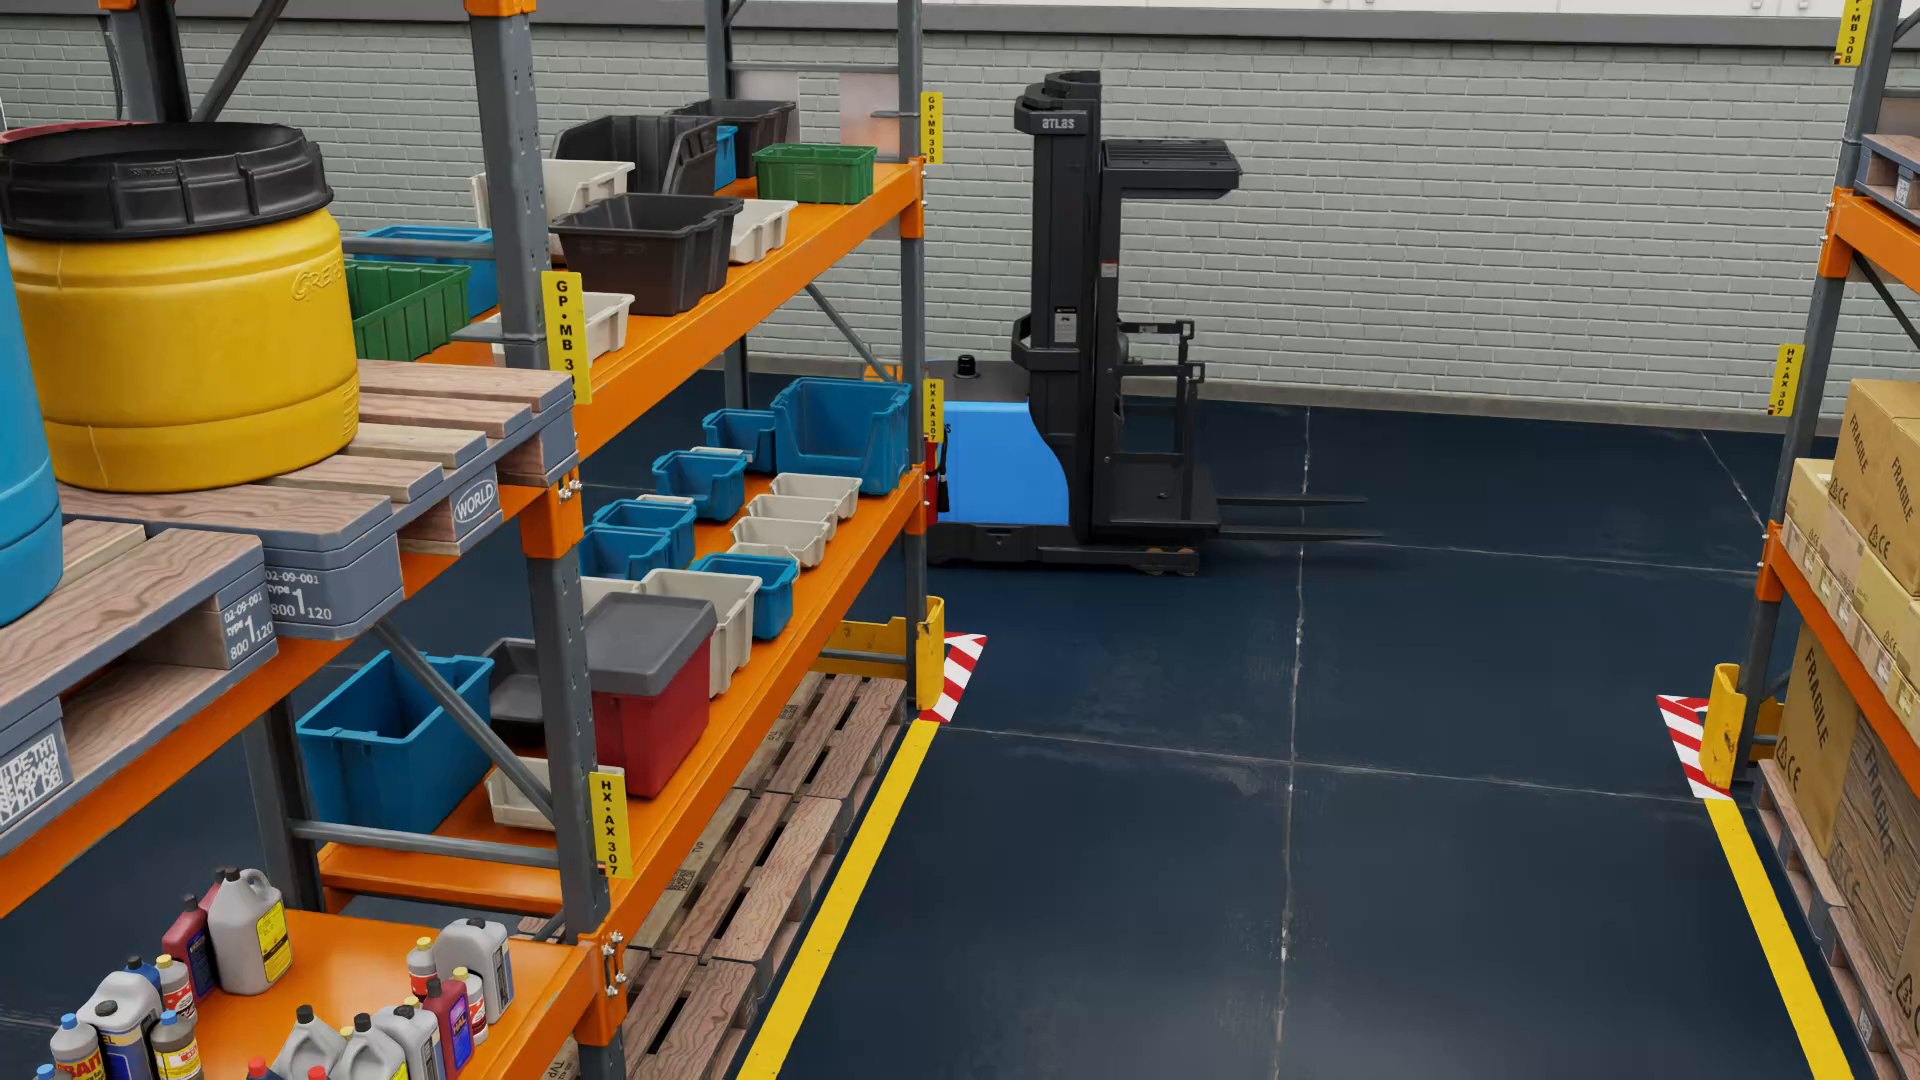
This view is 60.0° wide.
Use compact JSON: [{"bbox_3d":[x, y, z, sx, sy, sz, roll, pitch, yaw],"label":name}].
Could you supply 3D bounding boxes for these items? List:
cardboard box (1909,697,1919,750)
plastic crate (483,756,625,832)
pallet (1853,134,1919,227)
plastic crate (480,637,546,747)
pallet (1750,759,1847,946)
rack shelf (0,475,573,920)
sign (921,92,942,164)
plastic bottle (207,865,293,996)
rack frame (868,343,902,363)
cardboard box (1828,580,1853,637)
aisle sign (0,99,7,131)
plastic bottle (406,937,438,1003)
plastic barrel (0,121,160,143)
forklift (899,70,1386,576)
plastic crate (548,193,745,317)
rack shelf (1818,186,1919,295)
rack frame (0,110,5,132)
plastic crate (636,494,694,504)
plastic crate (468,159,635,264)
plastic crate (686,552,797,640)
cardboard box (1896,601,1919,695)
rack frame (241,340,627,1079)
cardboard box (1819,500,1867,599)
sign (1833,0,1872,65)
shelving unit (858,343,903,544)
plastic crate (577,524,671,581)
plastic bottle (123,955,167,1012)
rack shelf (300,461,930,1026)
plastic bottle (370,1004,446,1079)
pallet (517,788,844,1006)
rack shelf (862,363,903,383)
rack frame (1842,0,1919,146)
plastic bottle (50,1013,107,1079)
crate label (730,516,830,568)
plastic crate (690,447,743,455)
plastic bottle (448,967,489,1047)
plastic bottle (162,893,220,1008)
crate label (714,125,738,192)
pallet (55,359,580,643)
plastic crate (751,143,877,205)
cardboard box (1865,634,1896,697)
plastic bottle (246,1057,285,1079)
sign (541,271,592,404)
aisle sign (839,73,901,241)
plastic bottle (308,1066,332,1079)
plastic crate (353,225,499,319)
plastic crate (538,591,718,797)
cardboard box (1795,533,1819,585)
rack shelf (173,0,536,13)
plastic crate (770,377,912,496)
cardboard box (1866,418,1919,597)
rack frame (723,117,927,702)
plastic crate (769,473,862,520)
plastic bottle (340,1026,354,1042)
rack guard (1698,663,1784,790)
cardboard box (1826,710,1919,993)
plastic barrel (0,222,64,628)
[{"bbox_3d":[3.416,0.660,5.535,0.380,0.149,0.250,5,22,12],"label":"cardboard box"},{"bbox_3d":[-1.254,0.801,5.122,0.396,0.136,0.243,4,22,11],"label":"plastic crate"},{"bbox_3d":[4.035,-1.298,6.164,1.003,0.211,1.213,4,22,11],"label":"pallet"},{"bbox_3d":[-1.524,0.536,5.796,0.437,0.125,0.590,4,22,11],"label":"plastic crate"},{"bbox_3d":[4.089,1.372,7.164,1.003,0.211,1.213,4,22,11],"label":"pallet"},{"bbox_3d":[-1.897,0.540,2.446,1.077,0.370,4.000,4,22,11],"label":"rack shelf"},{"bbox_3d":[-0.131,-1.904,7.691,0.100,0.325,0.005,4,22,11],"label":"sign"},{"bbox_3d":[-1.886,1.007,4.403,0.144,0.351,0.185,4,22,11],"label":"plastic bottle"},{"bbox_3d":[-0.480,-0.721,11.037,0.240,1.200,0.015,1,22,4],"label":"rack frame"},{"bbox_3d":[3.625,0.285,6.468,0.380,0.149,0.250,4,22,10],"label":"cardboard box"},{"bbox_3d":[-5.207,-2.184,8.780,0.394,0.787,0.004,4,22,11],"label":"aisle sign"},{"bbox_3d":[-1.379,1.124,4.313,0.097,0.201,0.097,0,22,0],"label":"plastic bottle"},{"bbox_3d":[-1.842,-0.610,3.594,0.433,0.535,0.433,0,22,0],"label":"plastic barrel"},{"bbox_3d":[1.155,-1.343,10.264,3.031,2.935,1.130,1,22,4],"label":"forklift"},{"bbox_3d":[-0.967,-0.898,5.229,0.497,0.269,0.590,4,22,11],"label":"plastic crate"},{"bbox_3d":[3.768,-0.546,5.141,1.077,0.370,4.000,4,22,11],"label":"rack shelf"},{"bbox_3d":[-5.521,-0.976,9.262,1.000,3.000,0.127,4,22,11],"label":"rack frame"},{"bbox_3d":[-1.330,-0.078,7.306,0.250,0.136,0.298,4,22,11],"label":"plastic crate"},{"bbox_3d":[-1.427,-1.146,5.829,0.437,0.282,0.530,4,22,11],"label":"plastic crate"},{"bbox_3d":[-0.841,0.223,6.428,0.416,0.233,0.300,4,22,11],"label":"plastic crate"},{"bbox_3d":[3.507,0.432,5.567,0.500,0.250,0.500,4,22,10],"label":"cardboard box"},{"bbox_3d":[-1.489,0.866,4.689,1.000,3.000,0.127,4,22,11],"label":"rack frame"},{"bbox_3d":[3.714,0.058,6.498,0.500,0.250,0.500,4,22,10],"label":"cardboard box"},{"bbox_3d":[3.634,-2.098,6.755,0.100,0.325,0.005,4,22,11],"label":"sign"},{"bbox_3d":[-0.496,-0.630,10.811,0.258,1.200,0.503,1,22,4],"label":"shelving unit"},{"bbox_3d":[-1.375,0.109,6.711,0.416,0.233,0.300,4,22,11],"label":"plastic crate"},{"bbox_3d":[-2.034,1.155,4.143,0.097,0.271,0.097,0,22,0],"label":"plastic bottle"},{"bbox_3d":[-1.081,0.468,6.639,1.077,0.370,4.000,4,22,11],"label":"rack shelf"},{"bbox_3d":[-1.328,1.226,3.961,0.152,0.276,0.135,4,22,11],"label":"plastic bottle"},{"bbox_3d":[-1.130,1.440,6.996,1.003,0.211,1.213,4,22,11],"label":"pallet"},{"bbox_3d":[-0.497,-0.995,10.664,0.258,0.148,0.480,1,22,4],"label":"rack shelf"},{"bbox_3d":[4.176,-3.002,6.263,1.000,3.000,0.127,4,22,11],"label":"rack frame"},{"bbox_3d":[-2.082,1.240,3.932,0.097,0.271,0.097,0,22,0],"label":"plastic bottle"},{"bbox_3d":[-0.768,0.018,7.066,0.396,0.136,0.243,4,22,11],"label":"crate label"},{"bbox_3d":[-1.192,-0.326,7.921,0.250,0.136,0.298,4,22,11],"label":"plastic crate"},{"bbox_3d":[-1.250,1.171,4.196,0.097,0.201,0.097,0,22,0],"label":"plastic bottle"},{"bbox_3d":[-2.009,1.070,4.337,0.061,0.283,0.133,4,22,11],"label":"plastic bottle"},{"bbox_3d":[-1.177,-1.607,7.012,0.408,0.251,0.502,4,22,11],"label":"crate label"},{"bbox_3d":[-1.553,-0.144,3.433,1.213,0.211,1.003,4,22,11],"label":"pallet"},{"bbox_3d":[-0.595,-1.508,6.850,0.450,0.188,0.336,4,22,11],"label":"plastic crate"},{"bbox_3d":[3.520,0.472,6.002,0.380,0.149,0.250,4,22,10],"label":"cardboard box"},{"bbox_3d":[-1.535,1.306,3.661,0.144,0.351,0.185,4,22,11],"label":"plastic bottle"},{"bbox_3d":[-0.951,-0.487,4.021,0.100,0.325,0.005,4,22,11],"label":"sign"},{"bbox_3d":[-0.371,-1.807,7.845,0.394,0.787,0.004,4,22,11],"label":"aisle sign"},{"bbox_3d":[-1.394,1.317,3.633,0.144,0.351,0.185,4,22,11],"label":"plastic bottle"},{"bbox_3d":[-1.616,-0.805,5.047,0.416,0.233,0.300,4,22,11],"label":"plastic crate"},{"bbox_3d":[-1.061,0.501,5.429,0.402,0.464,0.583,4,22,11],"label":"plastic crate"},{"bbox_3d":[3.729,0.096,6.937,0.380,0.149,0.250,4,22,10],"label":"cardboard box"},{"bbox_3d":[-1.081,-2.129,5.593,1.077,0.370,4.000,4,22,11],"label":"rack shelf"},{"bbox_3d":[-0.558,-0.505,7.964,0.616,0.435,0.499,4,22,11],"label":"plastic crate"},{"bbox_3d":[3.612,-0.108,5.905,0.500,0.500,0.500,4,22,9],"label":"cardboard box"},{"bbox_3d":[-0.673,-0.597,8.321,1.000,3.000,0.127,4,22,11],"label":"rack frame"},{"bbox_3d":[-0.662,-0.191,7.584,0.396,0.136,0.243,4,22,11],"label":"plastic crate"},{"bbox_3d":[-1.454,1.258,3.982,0.097,0.201,0.097,0,22,0],"label":"plastic bottle"},{"bbox_3d":[4.181,0.931,7.872,1.175,0.500,0.348,4,22,11],"label":"rack guard"},{"bbox_3d":[3.938,1.144,6.279,0.875,0.875,0.875,4,22,11],"label":"cardboard box"},{"bbox_3d":[-1.688,-0.317,2.377,0.600,0.901,0.708,4,22,11],"label":"plastic barrel"}]
